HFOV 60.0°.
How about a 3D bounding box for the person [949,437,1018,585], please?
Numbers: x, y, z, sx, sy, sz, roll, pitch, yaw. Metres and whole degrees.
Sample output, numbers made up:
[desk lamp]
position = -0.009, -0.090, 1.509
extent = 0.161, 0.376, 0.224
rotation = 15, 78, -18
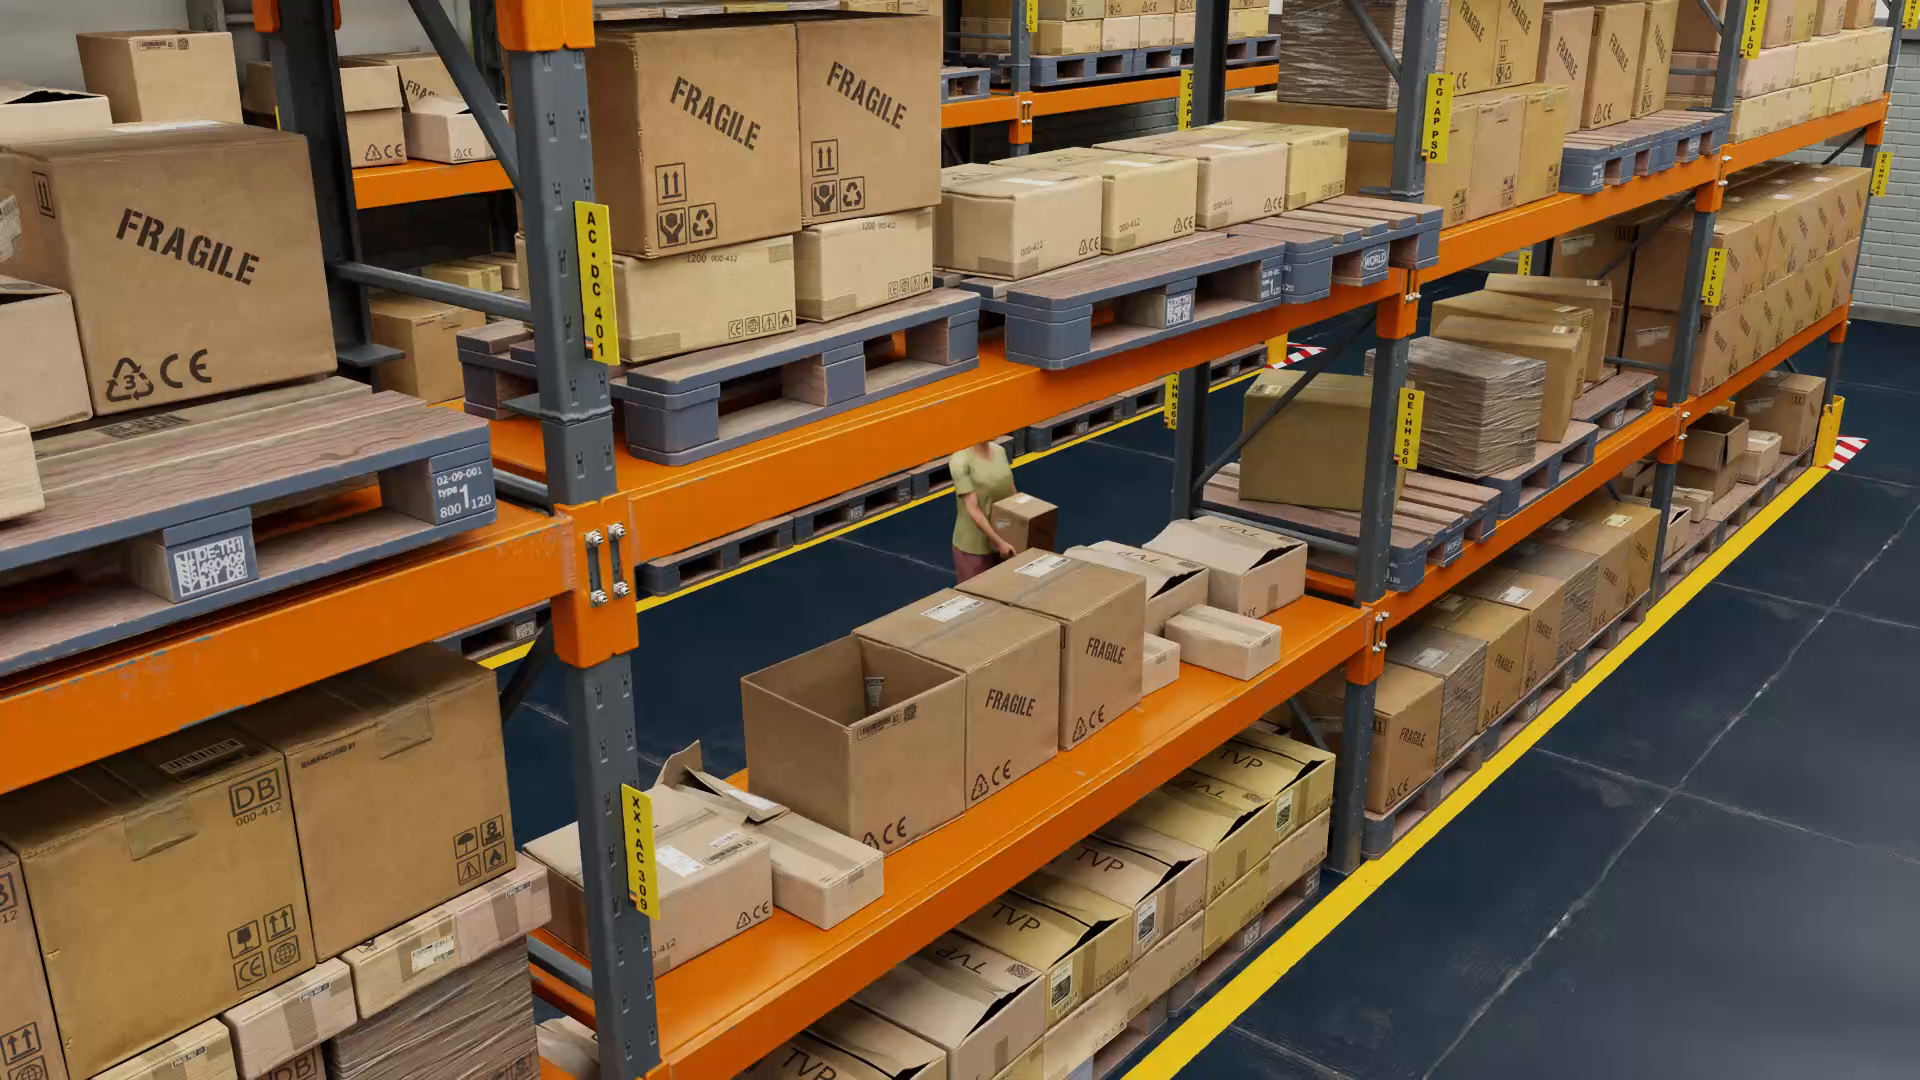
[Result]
[person]
position = 0.180, 0.062, 8.936
extent = 0.554, 1.655, 0.426
rotation = 16, 26, 37
